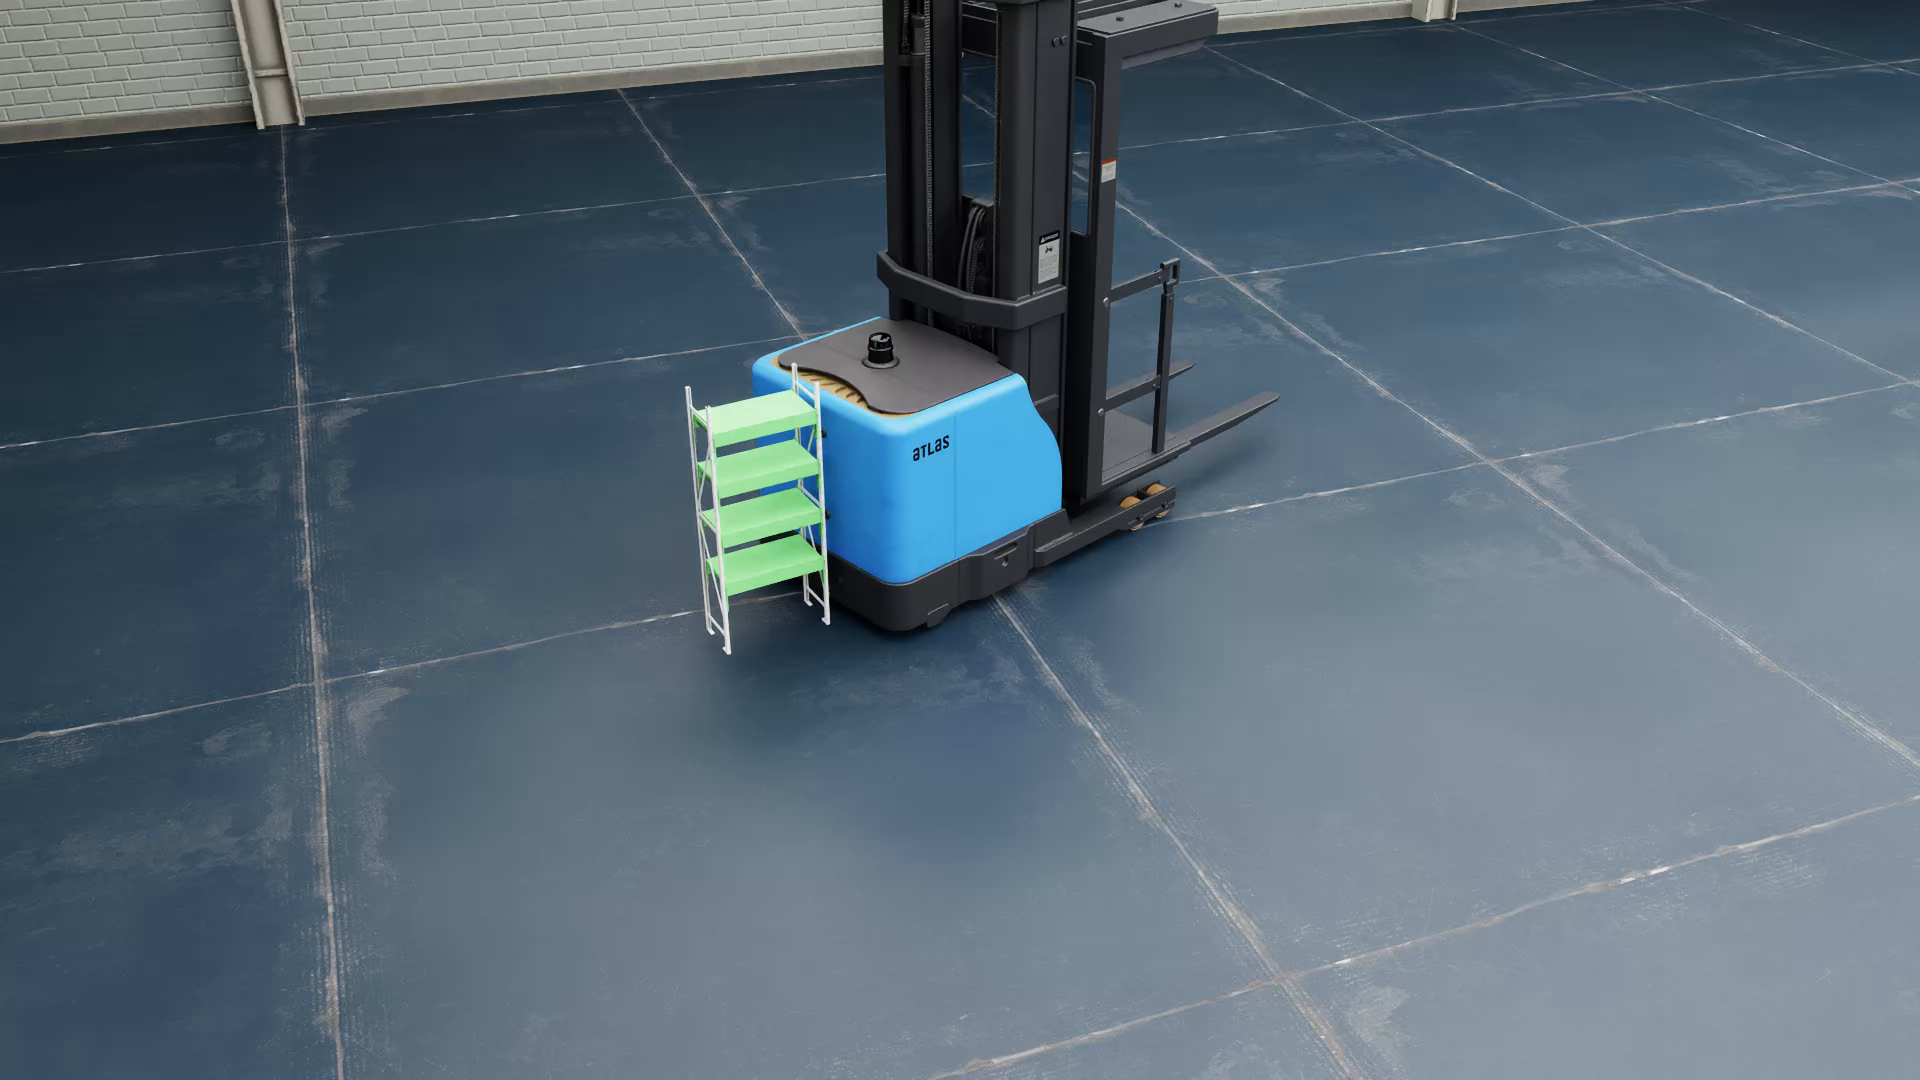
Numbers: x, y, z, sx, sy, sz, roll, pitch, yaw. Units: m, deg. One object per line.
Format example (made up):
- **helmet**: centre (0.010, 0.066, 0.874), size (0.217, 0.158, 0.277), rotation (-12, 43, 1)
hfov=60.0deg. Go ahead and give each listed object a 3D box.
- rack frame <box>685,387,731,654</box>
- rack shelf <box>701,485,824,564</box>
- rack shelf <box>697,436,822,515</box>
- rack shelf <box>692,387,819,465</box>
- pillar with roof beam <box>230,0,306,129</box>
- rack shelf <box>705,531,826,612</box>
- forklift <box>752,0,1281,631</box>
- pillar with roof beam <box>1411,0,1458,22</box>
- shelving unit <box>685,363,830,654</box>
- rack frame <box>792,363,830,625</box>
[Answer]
- **rack frame**: centre (-1.082, -0.067, 7.156), size (0.015, 1.200, 0.240), rotation (-16, 33, -26)
- **rack shelf**: centre (-0.870, -0.072, 7.293), size (0.480, 0.148, 0.258), rotation (-16, 33, -26)
- **rack shelf**: centre (-0.870, -0.280, 7.174), size (0.480, 0.148, 0.258), rotation (-16, 33, -26)
- **rack shelf**: centre (-0.870, -0.489, 7.056), size (0.480, 0.148, 0.258), rotation (-16, 33, -26)
- **pillar with roof beam**: centre (-4.521, -5.618, 9.020), size (0.400, 9.000, 9.100), rotation (-10, 31, -18)
- **rack shelf**: centre (-0.870, 0.137, 7.412), size (0.480, 0.148, 0.258), rotation (-16, 33, -26)
- **forklift**: centre (0.455, -1.488, 7.901), size (3.031, 2.935, 1.130), rotation (-25, 38, -37)
- **pillar with roof beam**: centre (6.726, -7.689, 12.655), size (0.400, 9.000, 9.100), rotation (-10, 31, -18)
- **shelving unit**: centre (-0.870, -0.127, 7.262), size (0.503, 1.200, 0.258), rotation (-16, 33, -26)
- **rack frame**: centre (-0.659, -0.188, 7.368), size (0.015, 1.200, 0.240), rotation (-16, 33, -26)
